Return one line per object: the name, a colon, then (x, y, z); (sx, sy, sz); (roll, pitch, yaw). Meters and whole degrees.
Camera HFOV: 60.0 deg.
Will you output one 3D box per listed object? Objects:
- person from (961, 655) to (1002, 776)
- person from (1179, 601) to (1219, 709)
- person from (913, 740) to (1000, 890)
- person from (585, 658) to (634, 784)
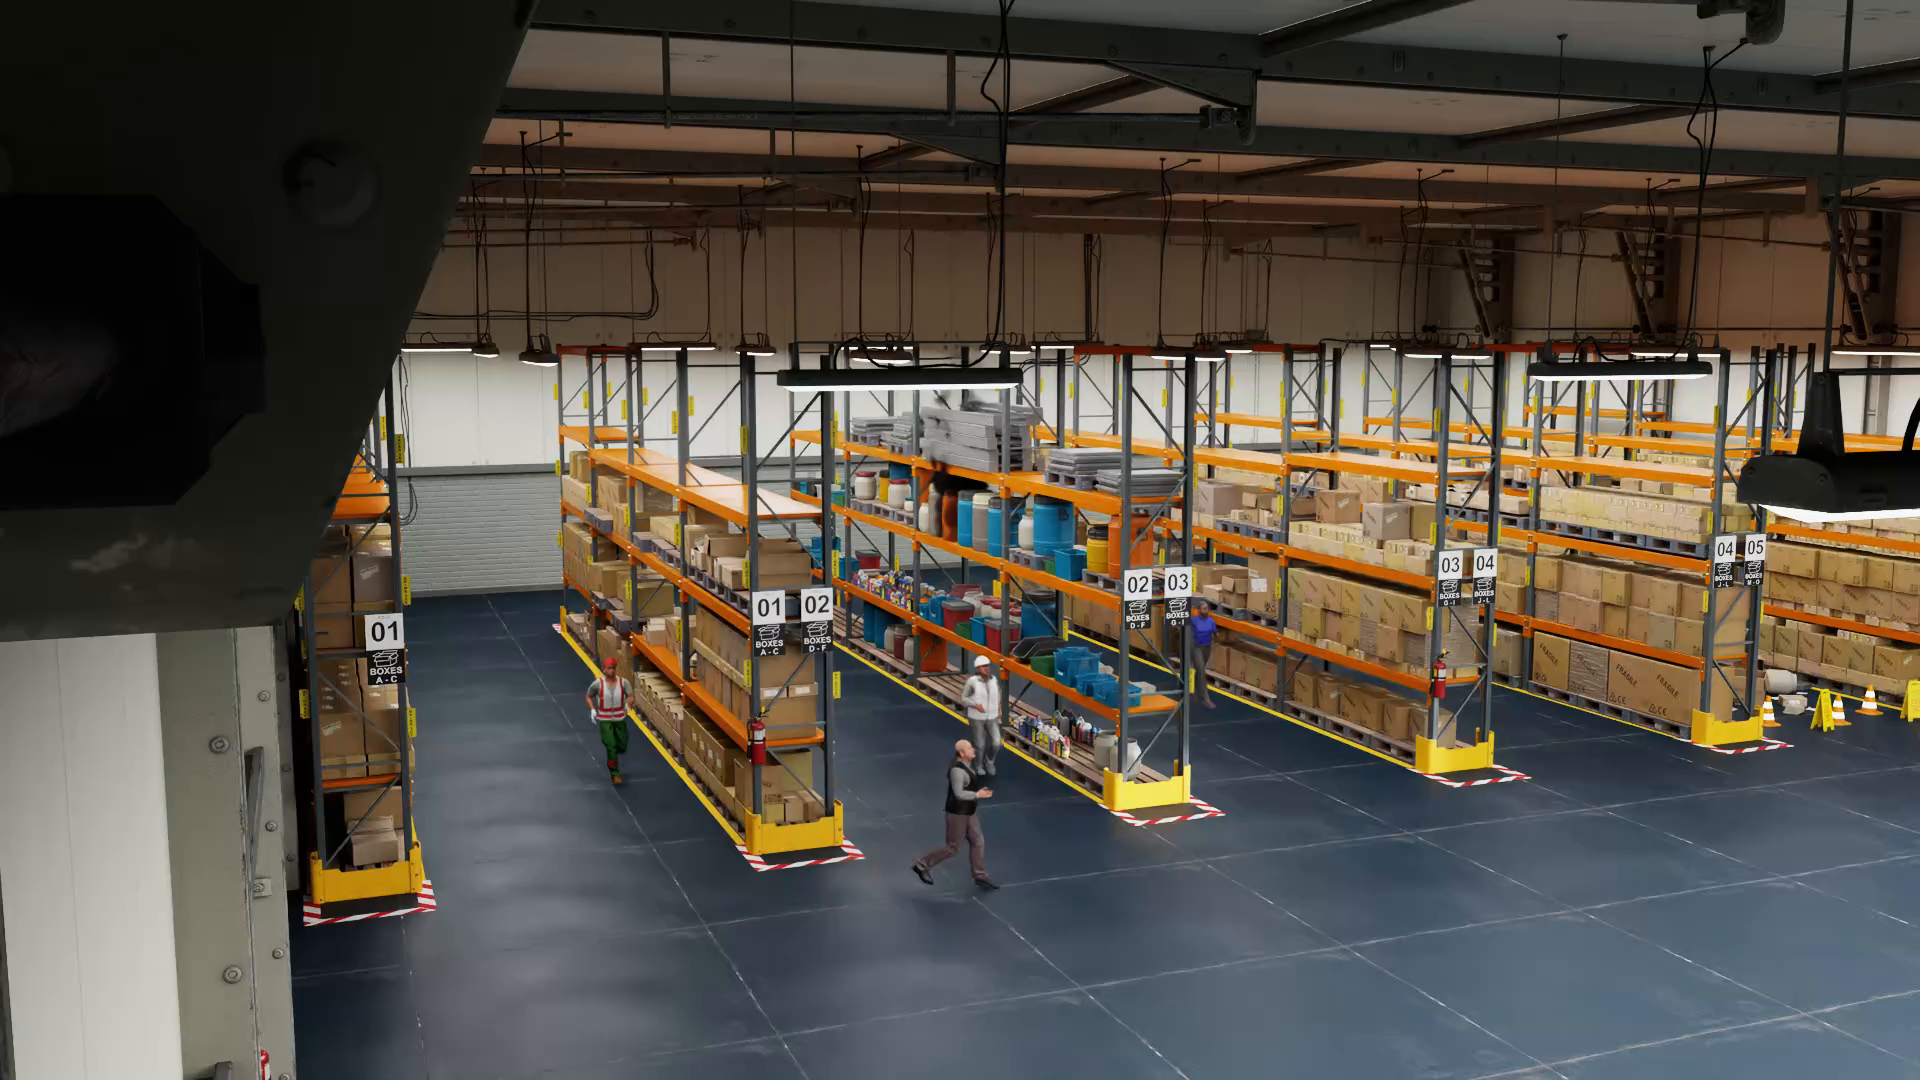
person: (0.341, 2.495, 23.403); (0.655, 1.749, 0.636); (-3, 8, -20)
person: (3.868, 1.818, 26.683); (0.567, 1.695, 0.861); (-4, 8, -28)
person: (-0.034, 3.102, 18.782); (0.967, 1.736, 0.667); (1, 7, 9)
person: (-4.889, 2.508, 23.304); (0.657, 1.753, 0.760); (-3, 8, -22)
